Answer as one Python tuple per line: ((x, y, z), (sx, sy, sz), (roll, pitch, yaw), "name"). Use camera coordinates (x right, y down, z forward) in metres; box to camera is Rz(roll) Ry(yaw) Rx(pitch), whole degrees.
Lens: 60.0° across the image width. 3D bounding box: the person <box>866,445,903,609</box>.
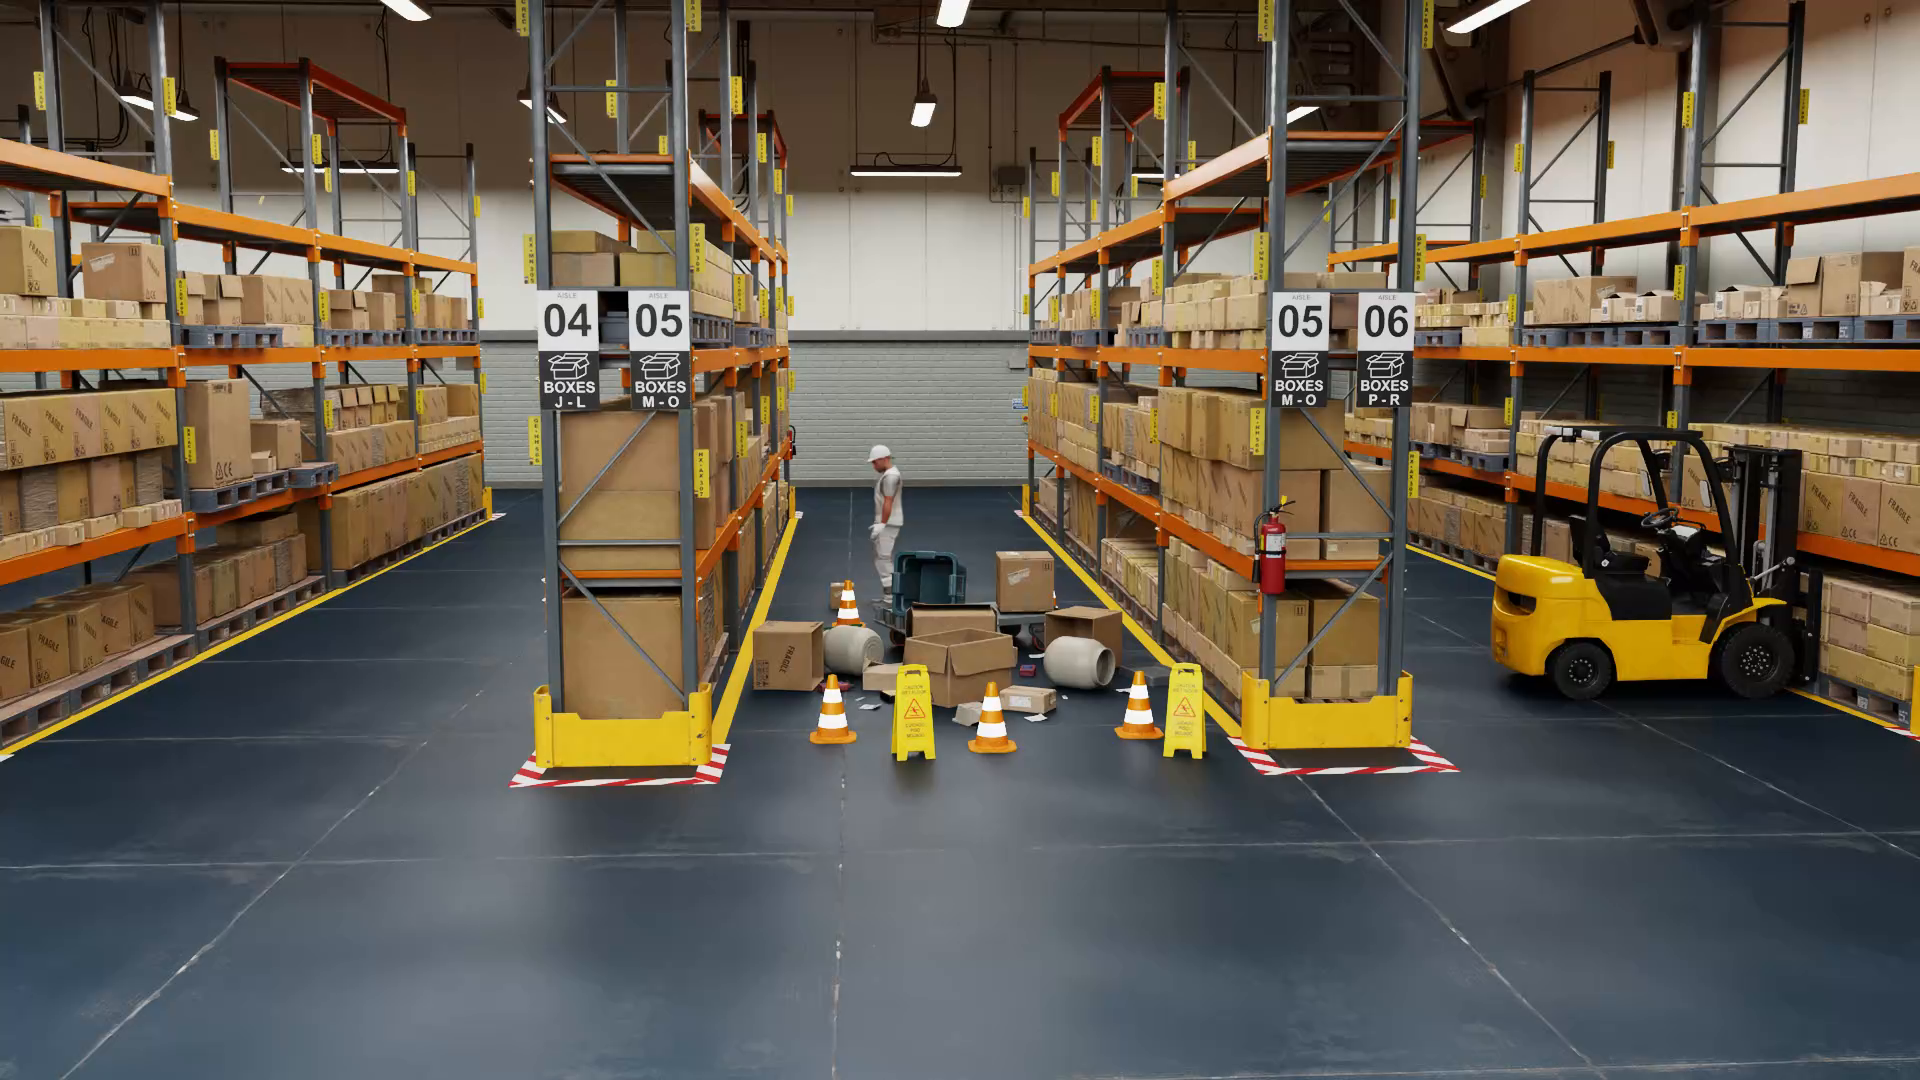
((-0.811, -0.145, 17.972), (0.400, 1.763, 0.534), (0, 7, -2), "person")
